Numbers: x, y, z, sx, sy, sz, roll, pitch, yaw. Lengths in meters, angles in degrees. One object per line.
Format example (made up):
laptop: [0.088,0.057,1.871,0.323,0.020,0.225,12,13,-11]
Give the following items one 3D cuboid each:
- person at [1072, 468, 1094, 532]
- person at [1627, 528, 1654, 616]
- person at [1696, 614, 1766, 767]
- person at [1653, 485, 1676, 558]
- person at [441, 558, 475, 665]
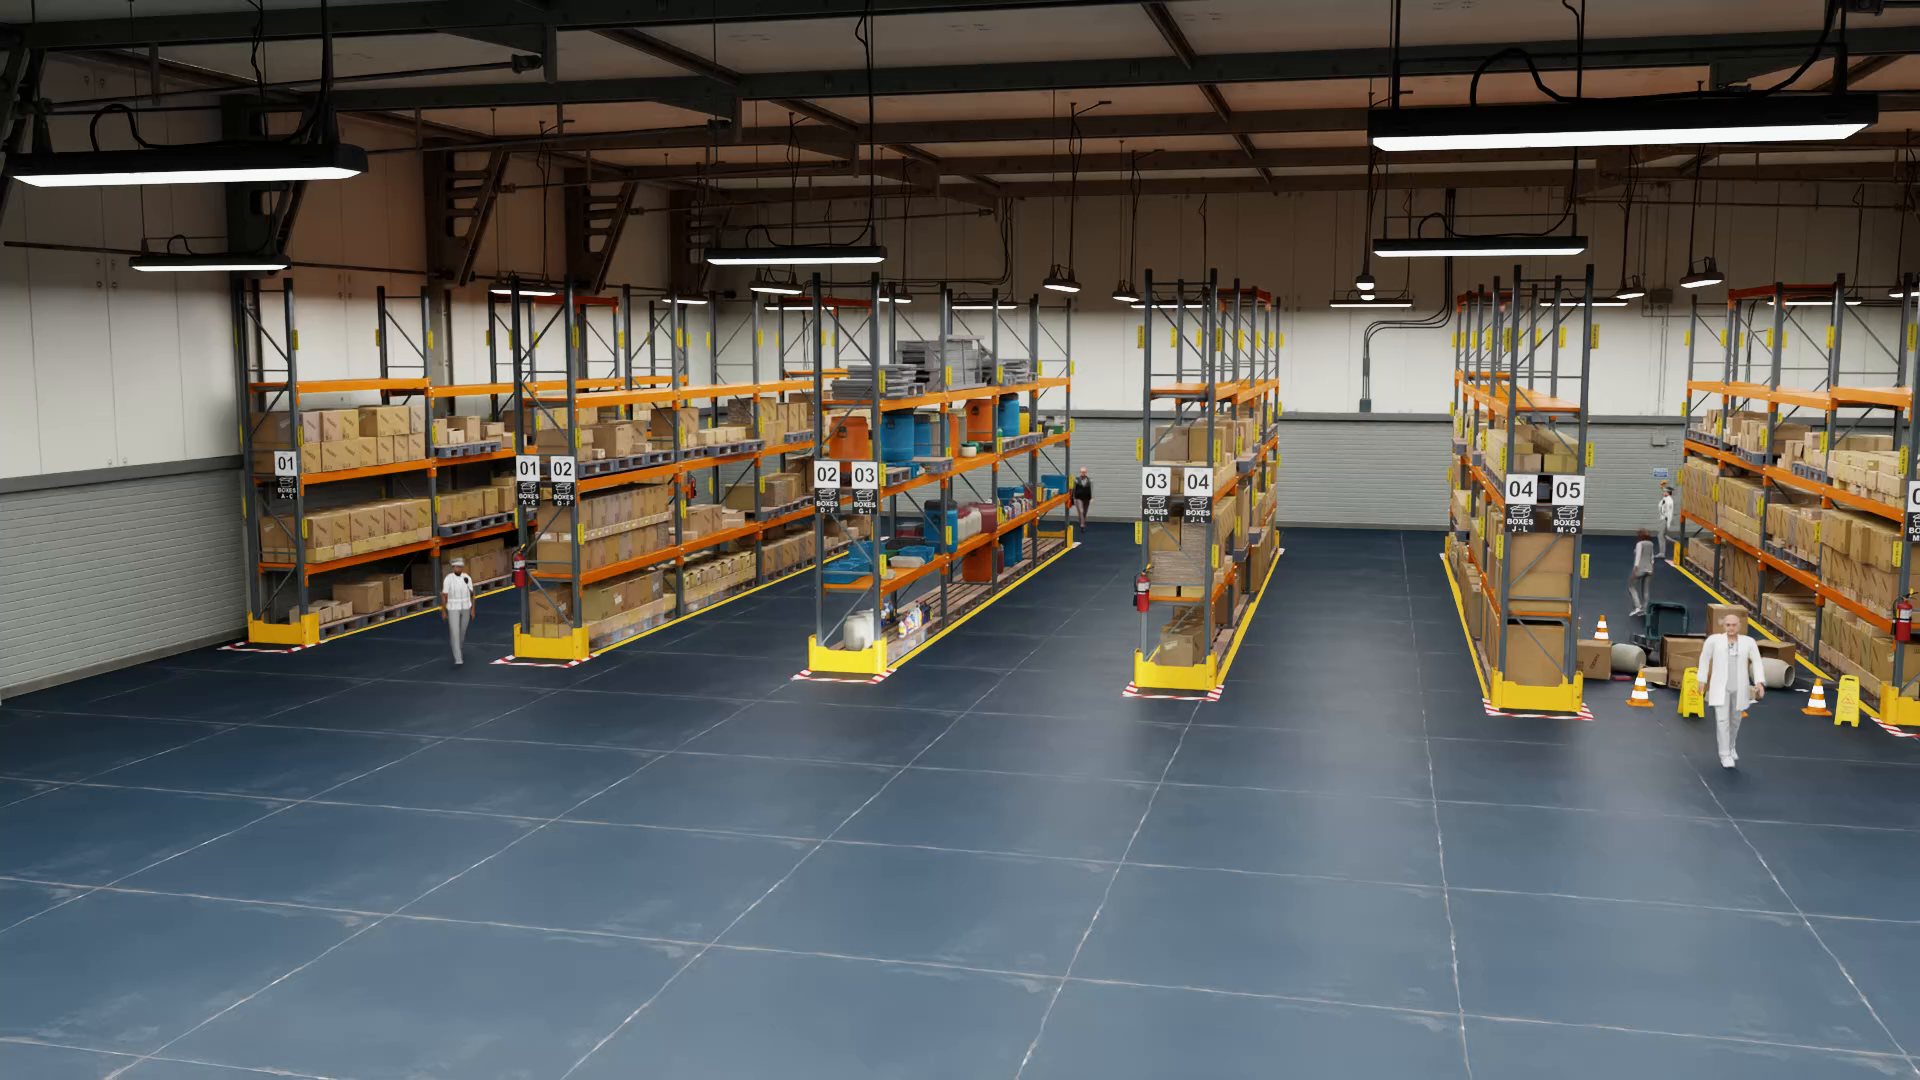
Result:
person: [3.229,-1.061,43.529,0.548,1.661,1.110,-2,7,-13]
person: [12.429,0.597,30.272,0.446,1.623,0.362,-2,7,-15]
person: [9.147,1.769,19.749,0.687,1.787,0.927,2,7,13]
person: [16.287,-0.427,38.238,0.628,1.665,0.491,2,7,12]
person: [-7.759,1.086,25.779,0.512,1.630,0.933,-6,9,-39]
